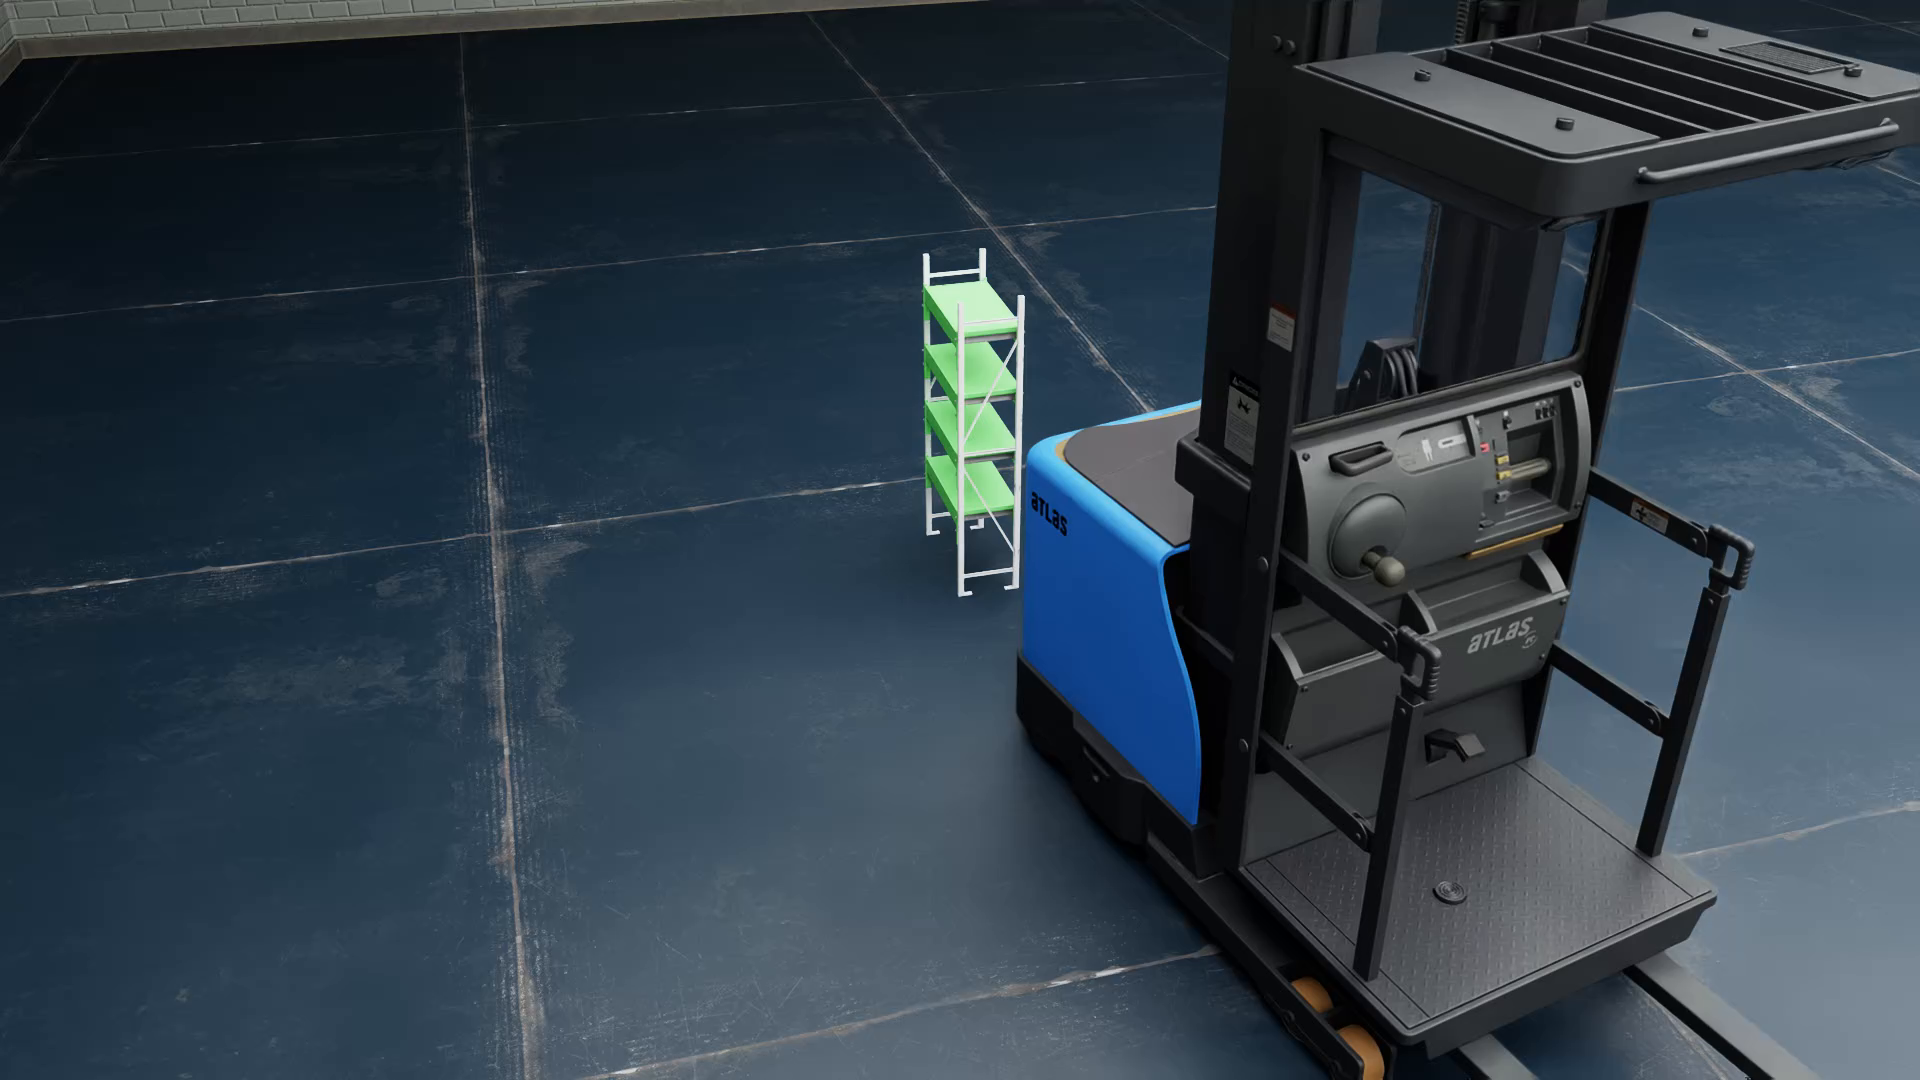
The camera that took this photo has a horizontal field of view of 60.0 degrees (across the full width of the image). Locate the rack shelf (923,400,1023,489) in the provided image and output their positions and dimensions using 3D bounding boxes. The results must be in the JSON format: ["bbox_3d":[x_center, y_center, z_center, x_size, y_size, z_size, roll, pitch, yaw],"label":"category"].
[{"bbox_3d":[0.044,-0.384,6.343,0.258,0.148,0.480,-8,31,-13],"label":"rack shelf"}]

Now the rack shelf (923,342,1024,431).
[{"bbox_3d":[0.044,-0.592,6.223,0.258,0.148,0.480,-8,31,-13],"label":"rack shelf"}]

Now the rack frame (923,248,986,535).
[{"bbox_3d":[-0.021,-0.557,6.515,0.240,1.200,0.015,-8,31,-13],"label":"rack frame"}]

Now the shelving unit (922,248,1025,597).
[{"bbox_3d":[0.044,-0.439,6.311,0.258,1.200,0.503,-8,31,-13],"label":"shelving unit"}]

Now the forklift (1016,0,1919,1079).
[{"bbox_3d":[1.324,-0.106,4.007,1.130,2.935,3.031,-15,33,-24],"label":"forklift"}]

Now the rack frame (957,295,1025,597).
[{"bbox_3d":[0.109,-0.321,6.108,0.240,1.200,0.015,-8,31,-13],"label":"rack frame"}]

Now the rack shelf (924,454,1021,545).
[{"bbox_3d":[0.044,-0.176,6.464,0.258,0.148,0.480,-8,31,-13],"label":"rack shelf"}]

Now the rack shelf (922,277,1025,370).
[{"bbox_3d":[0.044,-0.799,6.103,0.258,0.148,0.480,-8,31,-13],"label":"rack shelf"}]
